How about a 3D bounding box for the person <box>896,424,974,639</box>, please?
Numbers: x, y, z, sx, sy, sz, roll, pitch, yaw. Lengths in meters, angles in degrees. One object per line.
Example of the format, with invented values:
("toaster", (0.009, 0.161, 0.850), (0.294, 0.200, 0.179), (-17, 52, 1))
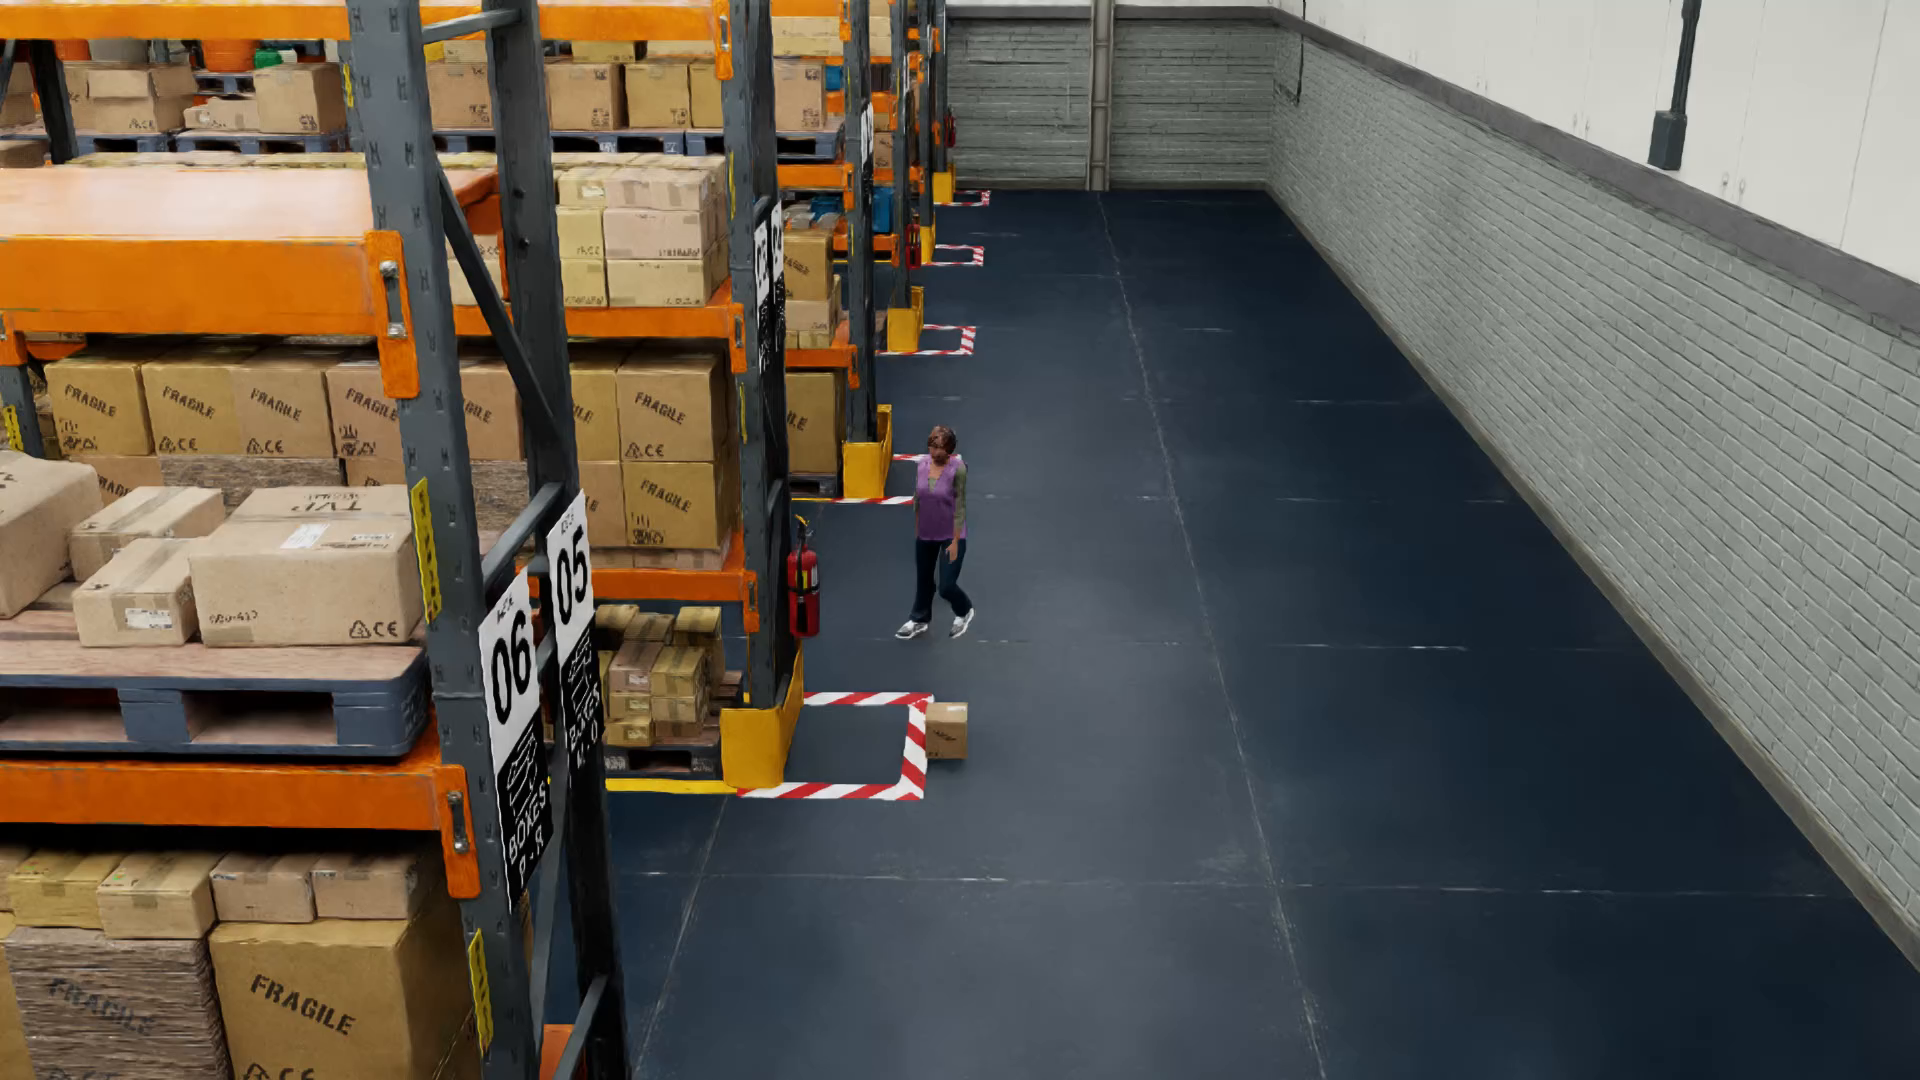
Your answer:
("person", (-0.187, -0.026, 11.160), (0.534, 1.570, 0.431), (11, 24, 26))
